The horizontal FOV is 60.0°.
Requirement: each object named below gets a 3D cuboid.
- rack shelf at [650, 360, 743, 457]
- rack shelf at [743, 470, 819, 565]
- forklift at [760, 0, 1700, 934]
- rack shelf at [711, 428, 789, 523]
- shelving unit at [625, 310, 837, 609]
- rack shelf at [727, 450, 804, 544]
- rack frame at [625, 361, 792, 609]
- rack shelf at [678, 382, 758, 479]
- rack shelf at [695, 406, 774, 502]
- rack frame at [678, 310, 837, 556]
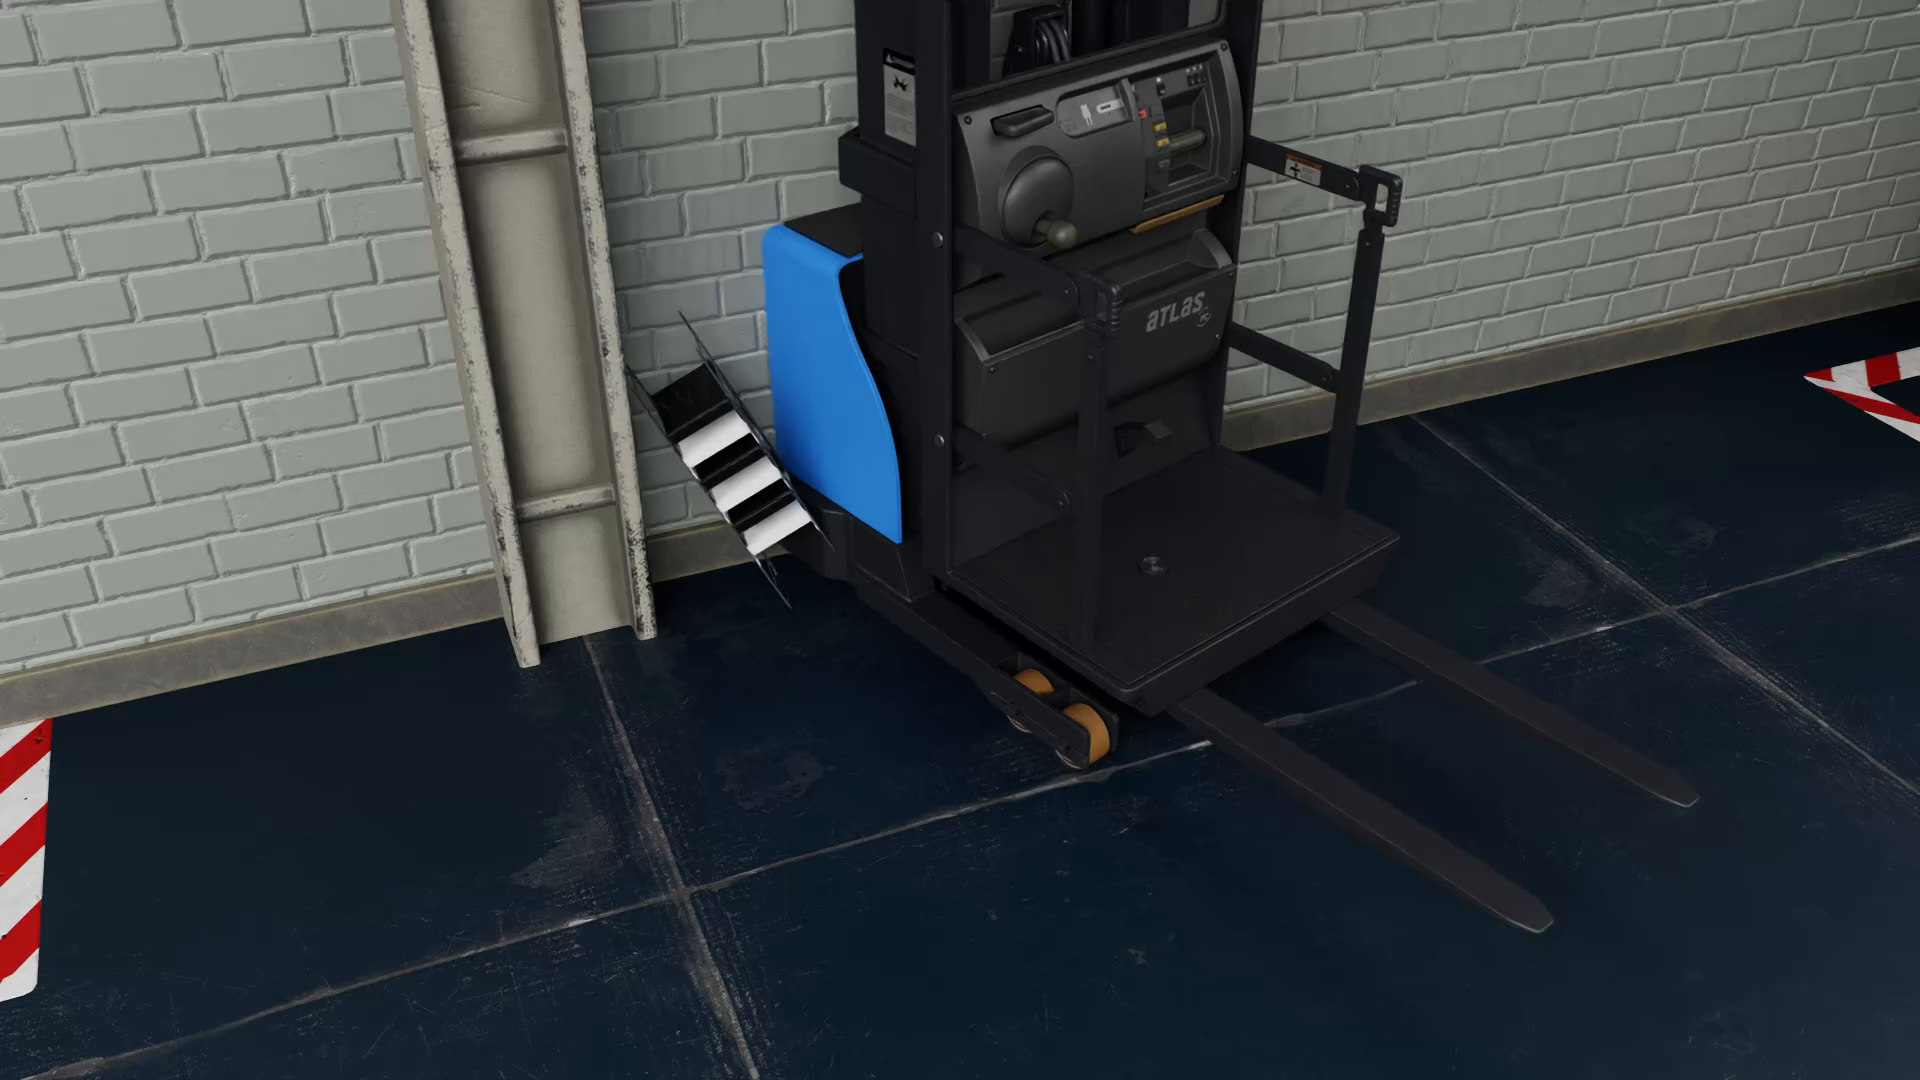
[{"bbox_3d":[-0.733,-0.370,4.604,0.200,0.077,0.258,-31,38,0],"label":"rack shelf"},{"bbox_3d":[-0.548,-0.069,4.883,0.200,0.077,0.258,-31,38,0],"label":"rack shelf"},{"bbox_3d":[0.508,-0.947,4.018,1.130,2.935,3.031,-25,41,-33],"label":"forklift"},{"bbox_3d":[-0.622,-0.189,4.772,0.200,0.077,0.258,-31,38,0],"label":"rack shelf"},{"bbox_3d":[-0.636,-0.212,4.751,0.210,0.900,0.258,-31,38,0],"label":"shelving unit"},{"bbox_3d":[-0.585,-0.129,4.828,0.200,0.077,0.258,-31,38,0],"label":"rack shelf"},{"bbox_3d":[-0.723,-0.159,4.751,0.006,0.900,0.240,-31,38,0],"label":"rack frame"},{"bbox_3d":[-0.696,-0.310,4.660,0.200,0.077,0.258,-31,38,0],"label":"rack shelf"},{"bbox_3d":[-0.659,-0.250,4.716,0.200,0.077,0.258,-31,38,0],"label":"rack shelf"},{"bbox_3d":[-0.549,-0.265,4.751,0.006,0.900,0.240,-31,38,0],"label":"rack frame"}]
